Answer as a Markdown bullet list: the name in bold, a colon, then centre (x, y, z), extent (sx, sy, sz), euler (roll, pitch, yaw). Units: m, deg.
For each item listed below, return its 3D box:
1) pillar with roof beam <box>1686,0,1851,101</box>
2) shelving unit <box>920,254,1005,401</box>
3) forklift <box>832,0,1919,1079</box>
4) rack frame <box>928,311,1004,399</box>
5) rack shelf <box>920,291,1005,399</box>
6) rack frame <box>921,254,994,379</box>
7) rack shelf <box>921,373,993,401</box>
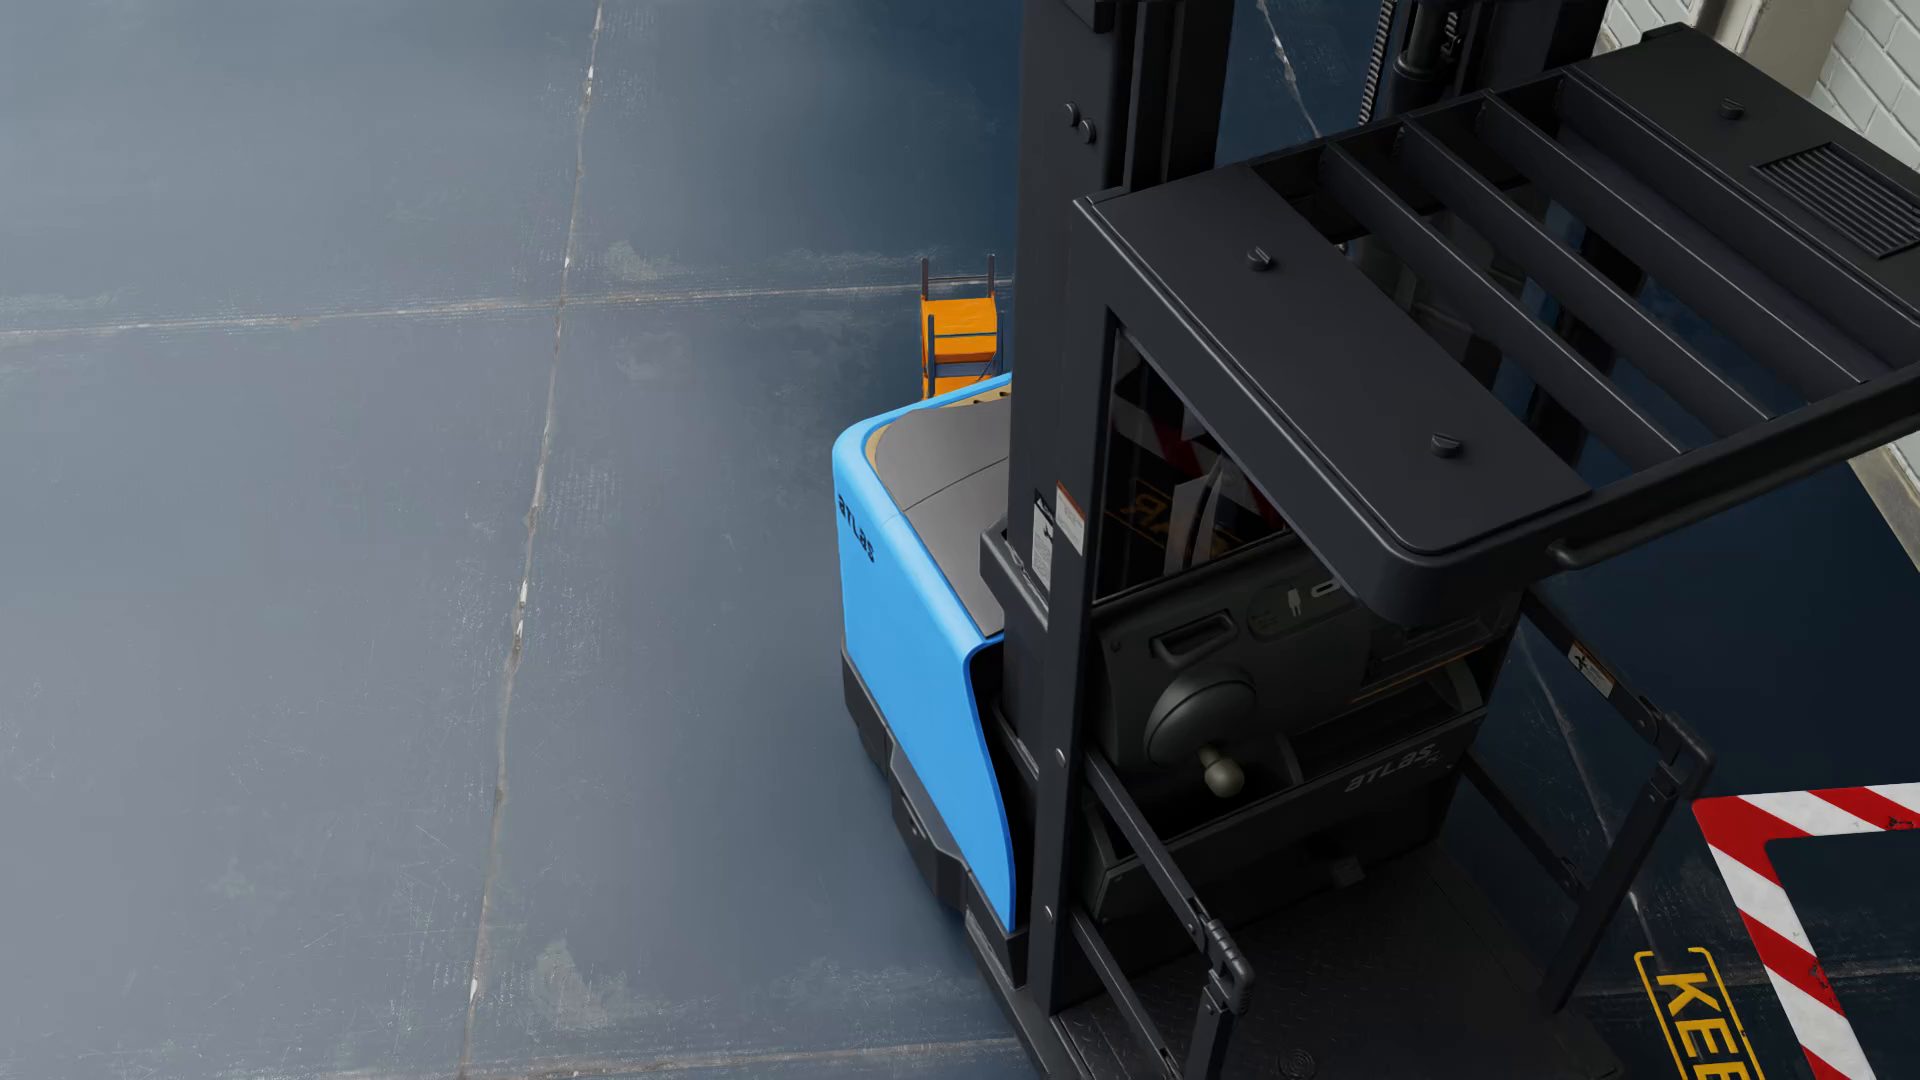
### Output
- **pillar with roof beam**: centre (-1.573, -3.948, 2.792), extent (9.100, 9.000, 0.400), euler (-3, 47, -3)
- **shelving unit**: centre (0.004, -0.322, 4.832), extent (0.215, 1.050, 0.252), euler (-3, 47, -3)
- **forklift**: centre (0.774, 0.270, 2.975), extent (1.130, 2.935, 3.031), euler (-20, 50, -18)
- **rack frame**: centre (0.015, -0.234, 4.749), extent (0.200, 1.050, 0.008), euler (-3, 47, -3)
- **rack shelf**: centre (0.004, -0.510, 4.634), extent (0.215, 0.259, 0.240), euler (-3, 47, -3)
- **rack frame**: centre (-0.006, -0.411, 4.916), extent (0.200, 1.050, 0.008), euler (-3, 47, -3)
- **rack shelf**: centre (0.004, -0.315, 4.840), extent (0.215, 0.259, 0.240), euler (-3, 47, -3)
